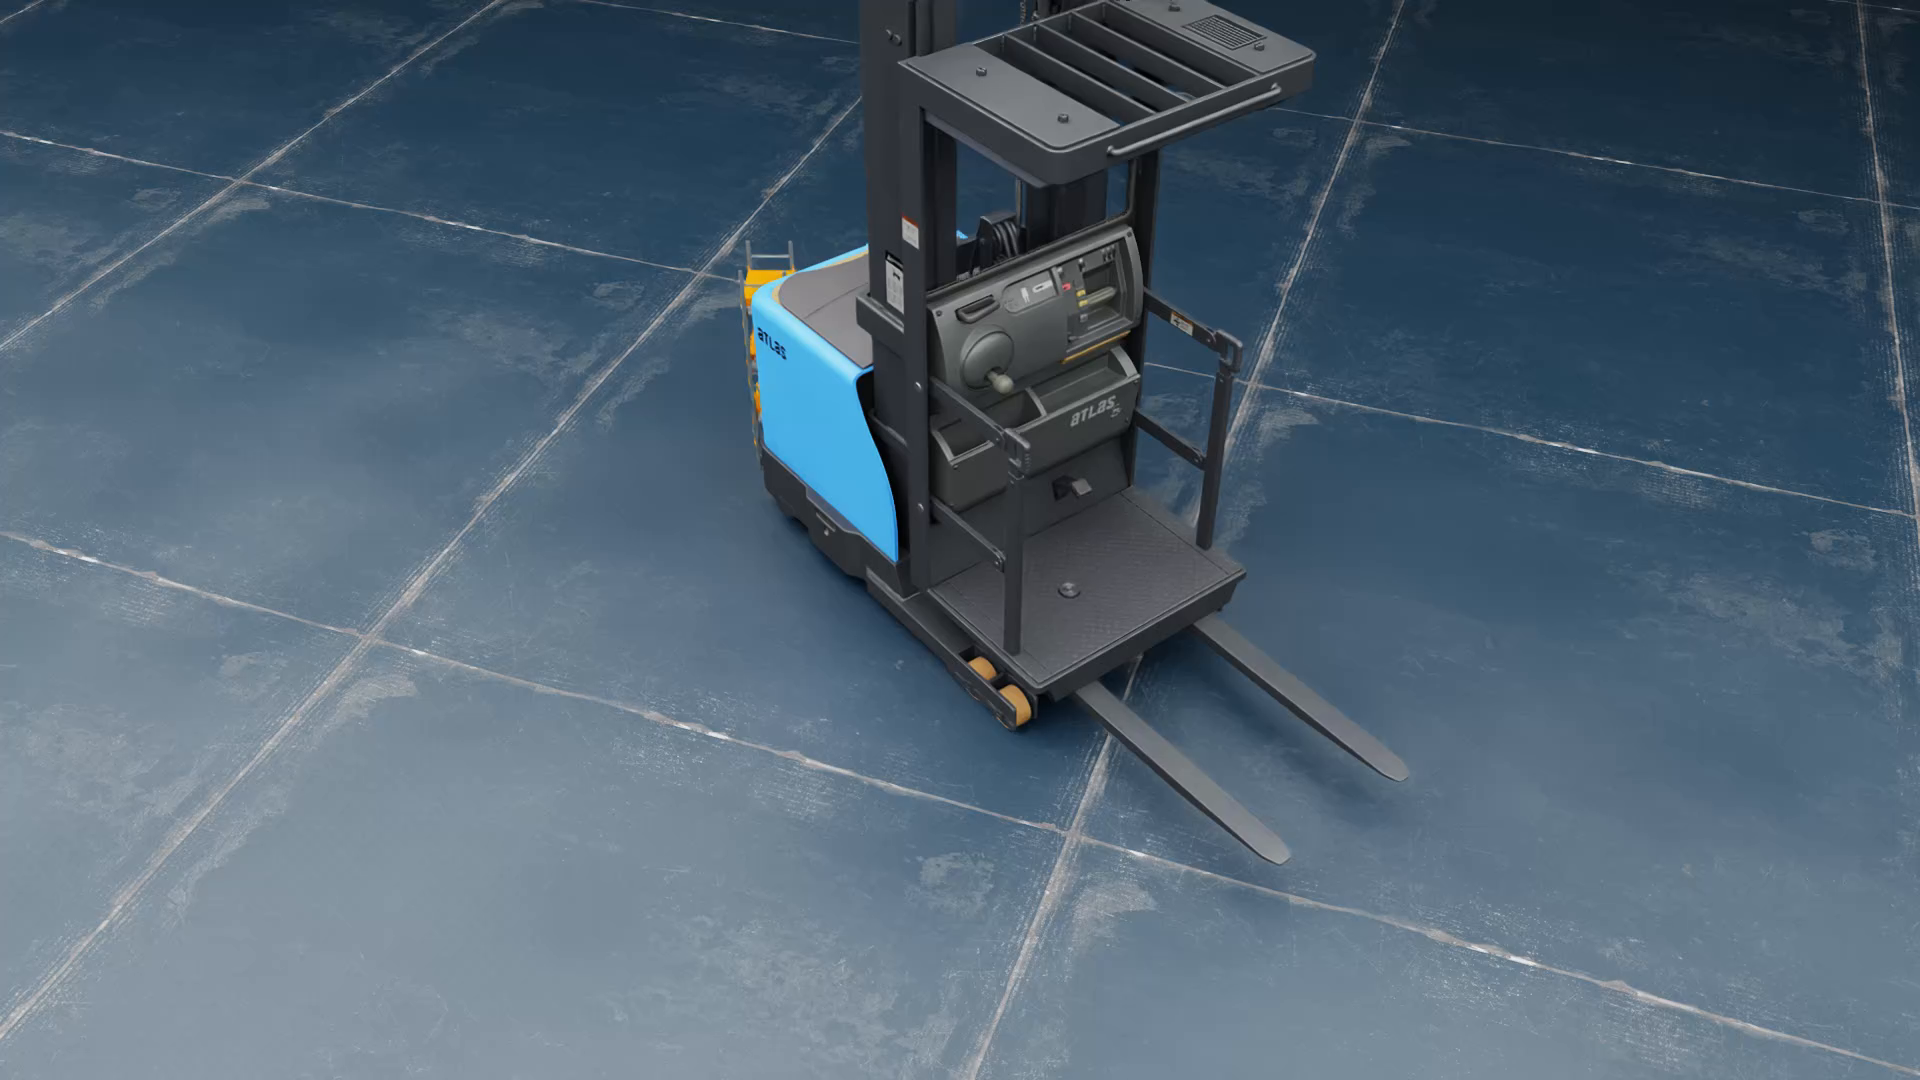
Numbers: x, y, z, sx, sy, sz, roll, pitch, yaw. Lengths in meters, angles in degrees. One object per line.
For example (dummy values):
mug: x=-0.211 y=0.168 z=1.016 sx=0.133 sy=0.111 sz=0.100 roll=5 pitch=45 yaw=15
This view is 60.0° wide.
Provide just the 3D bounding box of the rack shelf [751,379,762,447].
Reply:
rack shelf: x=-0.824 y=-0.584 z=7.571 sx=0.215 sy=0.259 sz=0.240 roll=1 pitch=40 yaw=1

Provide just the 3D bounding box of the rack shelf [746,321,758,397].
rack shelf: x=-0.824 y=-0.796 z=7.390 sx=0.215 sy=0.259 sz=0.240 roll=1 pitch=40 yaw=1

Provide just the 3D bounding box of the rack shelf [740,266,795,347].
rack shelf: x=-0.824 y=-1.012 z=7.206 sx=0.215 sy=0.259 sz=0.240 roll=1 pitch=40 yaw=1

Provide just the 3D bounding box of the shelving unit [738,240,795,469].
shelving unit: x=-0.824 y=-0.804 z=7.383 sx=0.215 sy=1.050 sz=0.252 roll=1 pitch=40 yaw=1

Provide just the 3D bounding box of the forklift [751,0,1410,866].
forklift: x=0.423 y=-0.757 z=5.879 sx=1.130 sy=2.935 sz=3.031 roll=-26 pitch=47 yaw=-28

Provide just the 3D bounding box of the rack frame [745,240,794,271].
rack frame: x=-0.821 y=-0.883 z=7.476 sx=0.200 sy=1.050 sz=0.008 roll=1 pitch=40 yaw=1

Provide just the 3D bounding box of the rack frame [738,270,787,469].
rack frame: x=-0.827 y=-0.725 z=7.290 sx=0.200 sy=1.050 sz=0.008 roll=1 pitch=40 yaw=1
